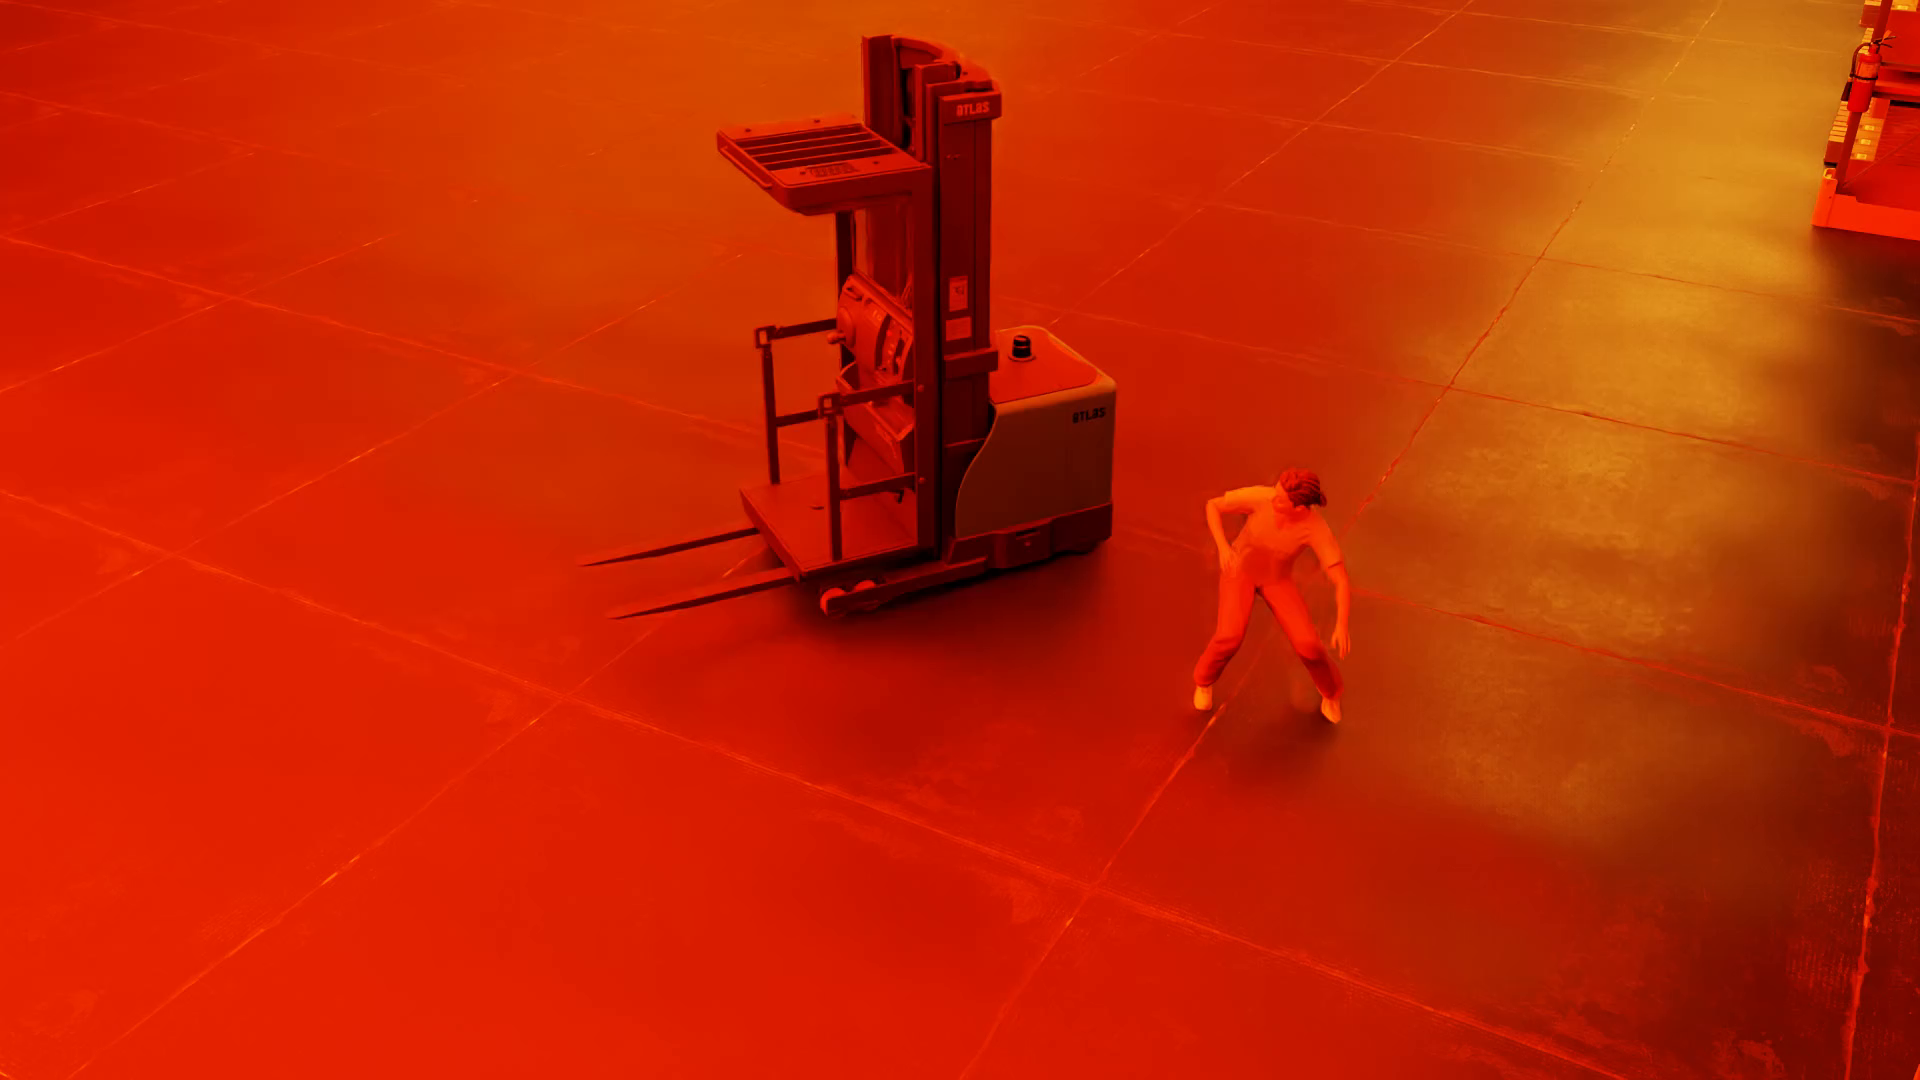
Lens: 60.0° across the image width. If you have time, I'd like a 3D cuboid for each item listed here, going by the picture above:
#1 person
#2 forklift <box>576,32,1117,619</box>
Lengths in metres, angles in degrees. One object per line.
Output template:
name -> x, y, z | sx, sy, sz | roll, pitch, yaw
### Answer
person -> 1.565, 0.283, 8.151 | 0.771, 1.434, 0.749 | 4, 30, 7
forklift -> -0.649, -1.135, 9.037 | 3.031, 2.935, 1.130 | -13, 33, -22
